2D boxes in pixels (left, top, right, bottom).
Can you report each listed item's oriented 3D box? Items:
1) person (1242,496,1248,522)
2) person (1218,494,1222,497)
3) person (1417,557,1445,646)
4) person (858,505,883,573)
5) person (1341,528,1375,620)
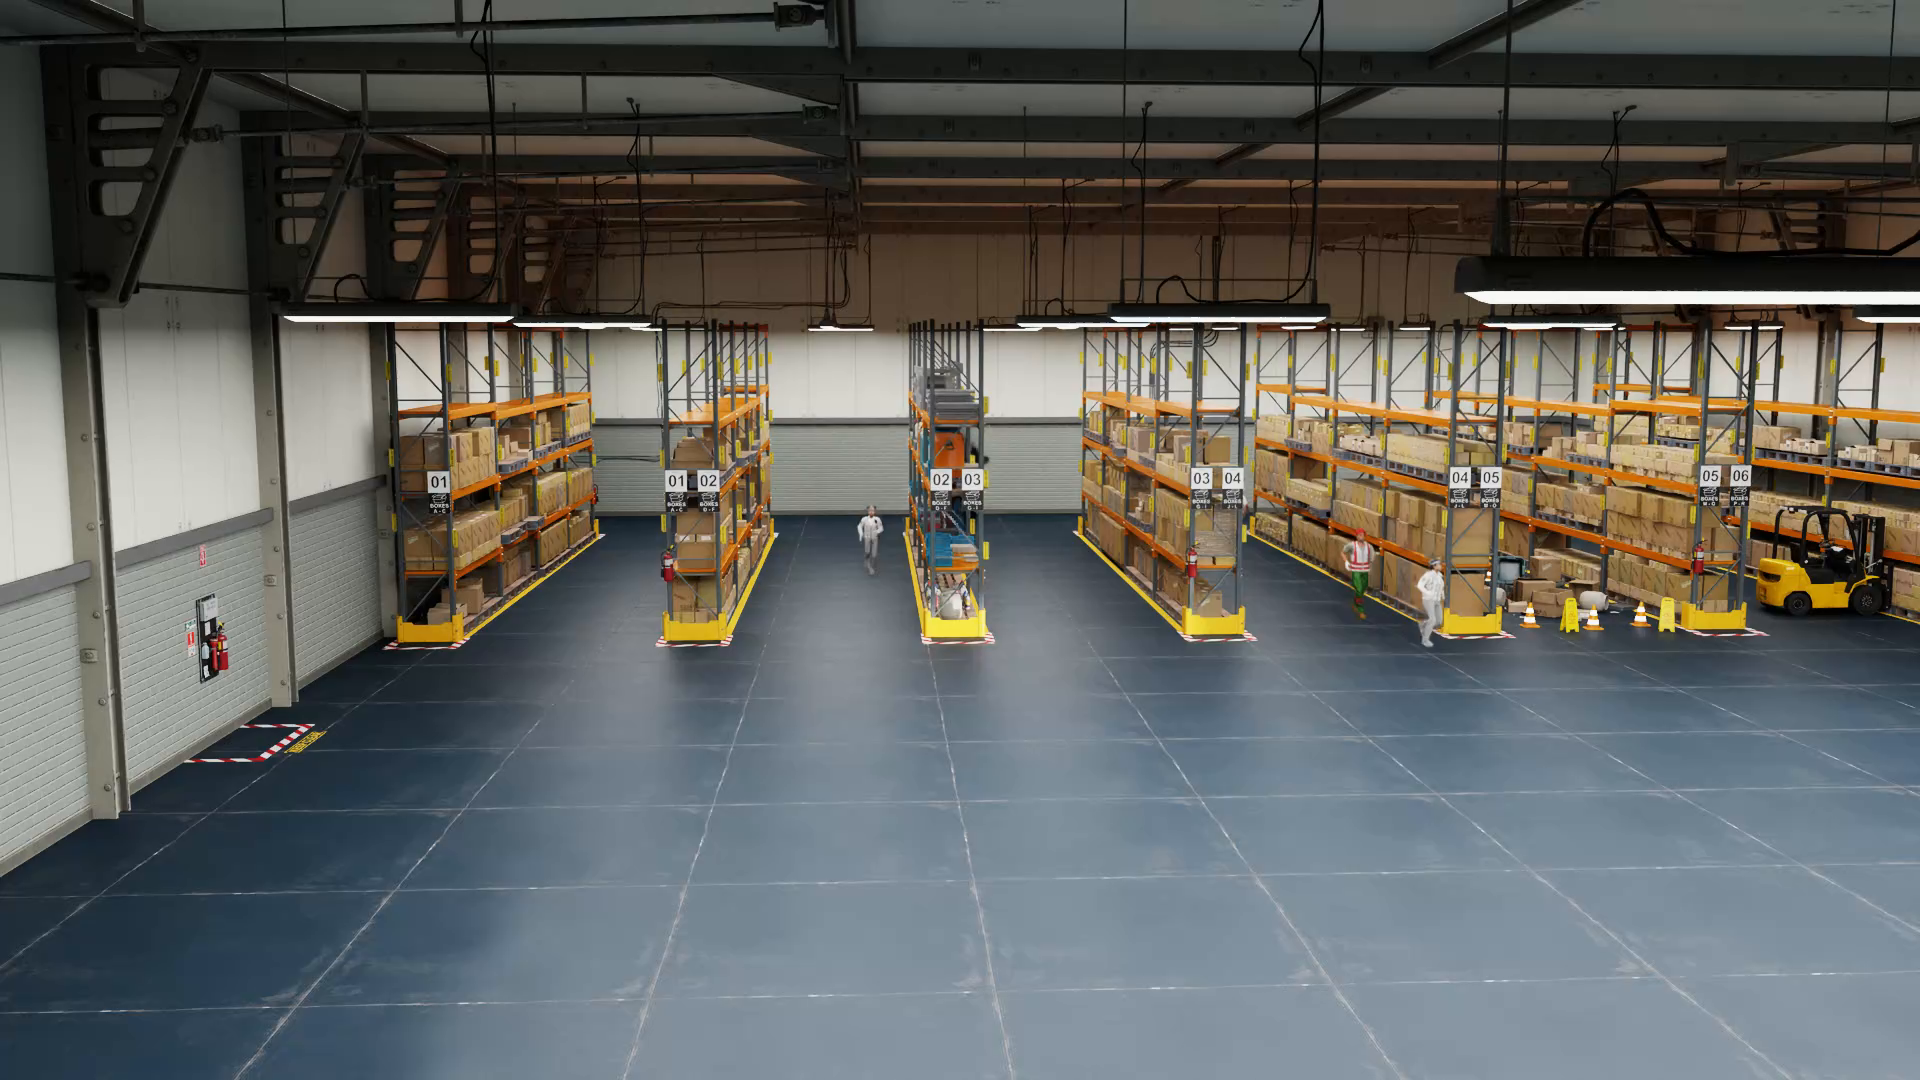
[{"bbox_3d":[7.340,-0.608,44.398,0.693,1.735,0.582,1,7,6],"label":"person"},{"bbox_3d":[7.681,-1.106,48.911,0.536,1.597,0.741,-2,7,-16],"label":"person"},{"bbox_3d":[8.764,1.121,30.948,0.631,1.627,0.569,-4,8,-32],"label":"person"},{"bbox_3d":[-2.125,-0.010,39.652,0.593,1.660,0.624,-1,7,-6],"label":"person"},{"bbox_3d":[8.109,0.659,33.731,0.639,1.808,0.819,-1,7,-12],"label":"person"}]
